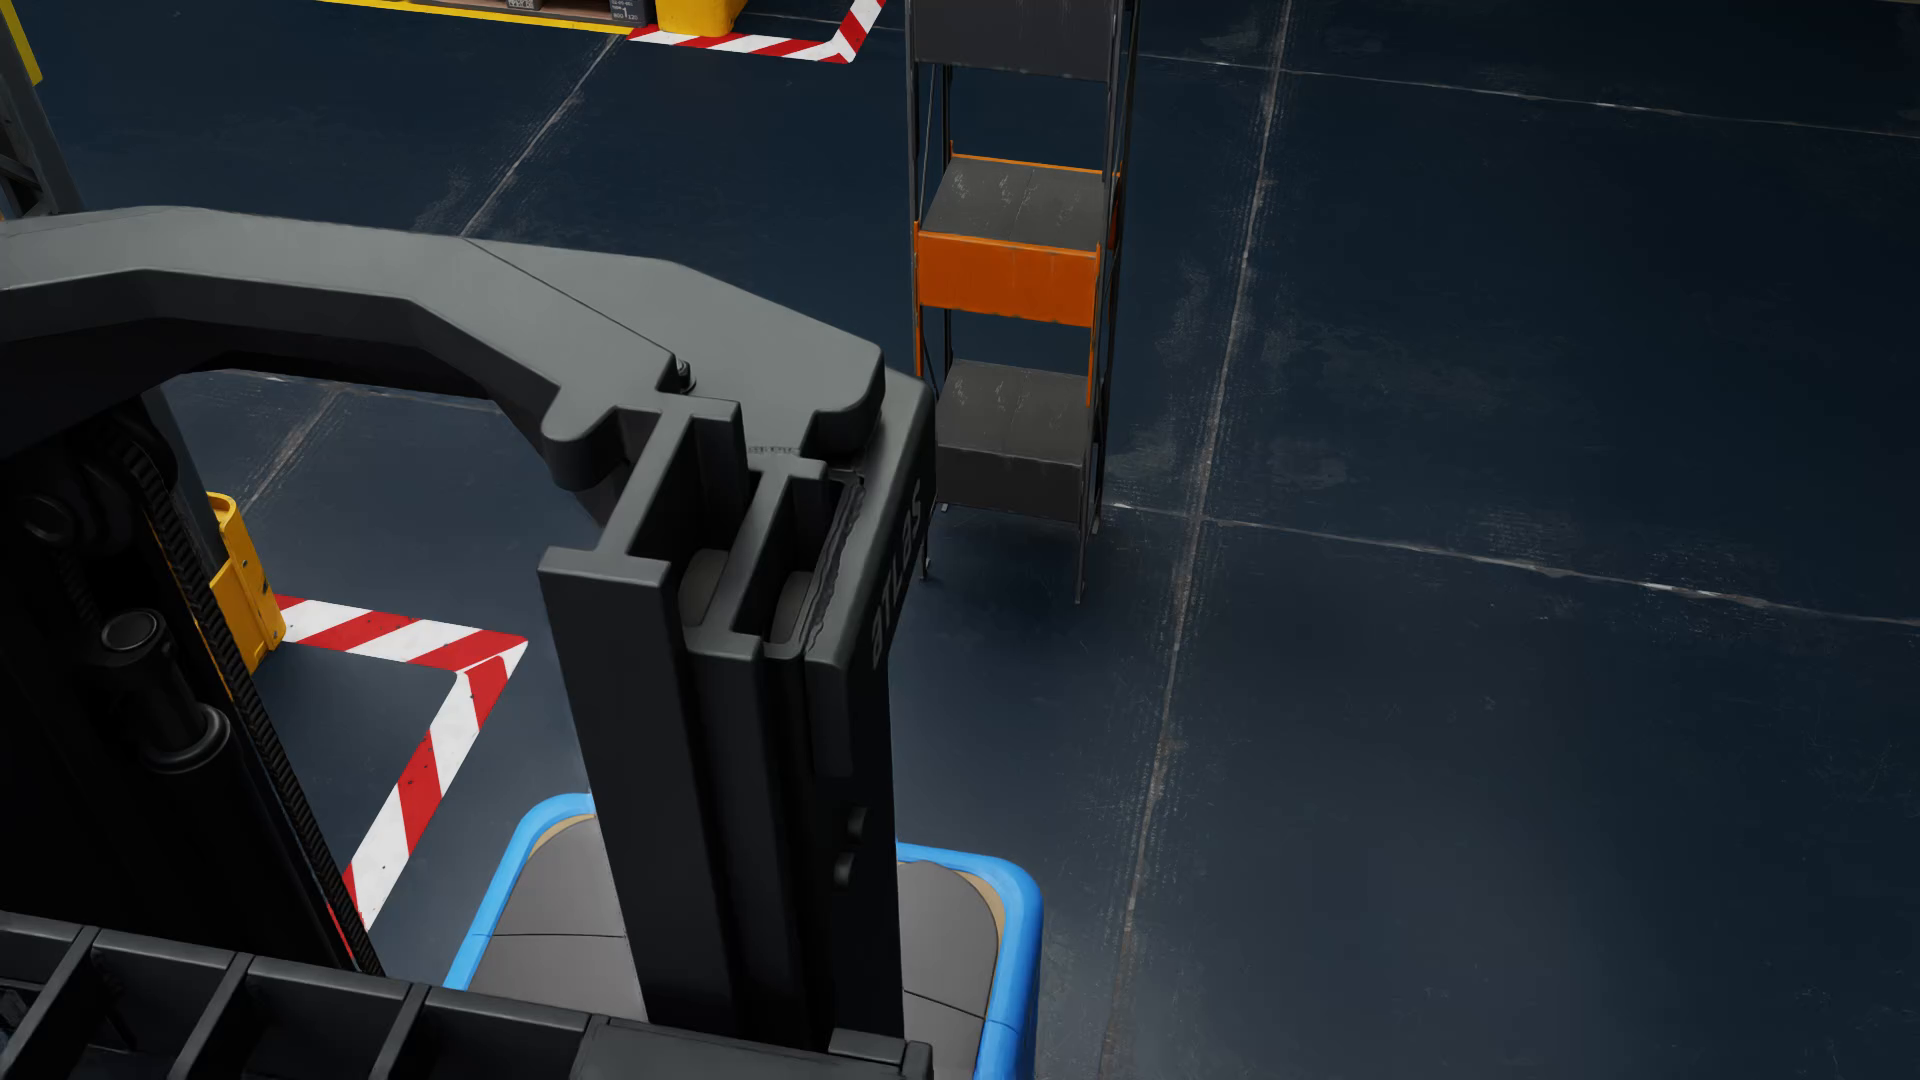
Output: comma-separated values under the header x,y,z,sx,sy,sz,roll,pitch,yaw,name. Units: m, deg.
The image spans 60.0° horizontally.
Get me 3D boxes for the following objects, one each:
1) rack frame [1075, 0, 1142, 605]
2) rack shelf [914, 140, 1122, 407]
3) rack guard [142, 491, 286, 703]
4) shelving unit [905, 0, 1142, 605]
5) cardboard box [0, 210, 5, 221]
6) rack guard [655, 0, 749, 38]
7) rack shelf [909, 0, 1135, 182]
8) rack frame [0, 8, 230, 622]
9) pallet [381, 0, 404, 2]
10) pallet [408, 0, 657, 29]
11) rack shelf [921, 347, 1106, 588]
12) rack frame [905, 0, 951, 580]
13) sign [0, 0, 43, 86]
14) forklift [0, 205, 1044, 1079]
x,y,z,sx,sy,sz,roll,pitch,yaw,name
0.400,-0.694,4.457,0.015,2.100,0.400,9,45,9,rack frame
0.162,-0.722,4.505,0.480,0.518,0.431,9,45,9,rack shelf
-2.295,0.433,4.440,0.348,0.500,1.175,9,45,9,rack guard
0.162,-0.731,4.496,0.503,2.100,0.431,9,45,9,shelving unit
-2.596,-0.738,3.781,0.500,0.500,0.500,10,45,10,cardboard box
-1.119,-2.905,7.907,0.348,0.500,1.175,9,45,9,rack guard
0.162,-1.226,4.020,0.480,0.518,0.431,9,45,9,rack shelf
-2.221,-0.456,3.561,0.127,3.000,1.000,9,45,9,rack frame
-3.127,-3.059,8.276,1.213,0.211,1.003,9,45,9,pallet
-1.940,-2.873,8.082,1.213,0.211,1.003,9,45,9,pallet
0.162,-0.217,4.991,0.480,0.518,0.431,9,45,9,rack shelf
-0.077,-0.768,4.534,0.015,2.100,0.400,9,45,9,rack frame
-2.102,-1.135,3.642,0.005,0.325,0.100,9,45,9,sign
-0.609,1.262,1.826,1.130,2.935,3.031,7,44,8,forklift
